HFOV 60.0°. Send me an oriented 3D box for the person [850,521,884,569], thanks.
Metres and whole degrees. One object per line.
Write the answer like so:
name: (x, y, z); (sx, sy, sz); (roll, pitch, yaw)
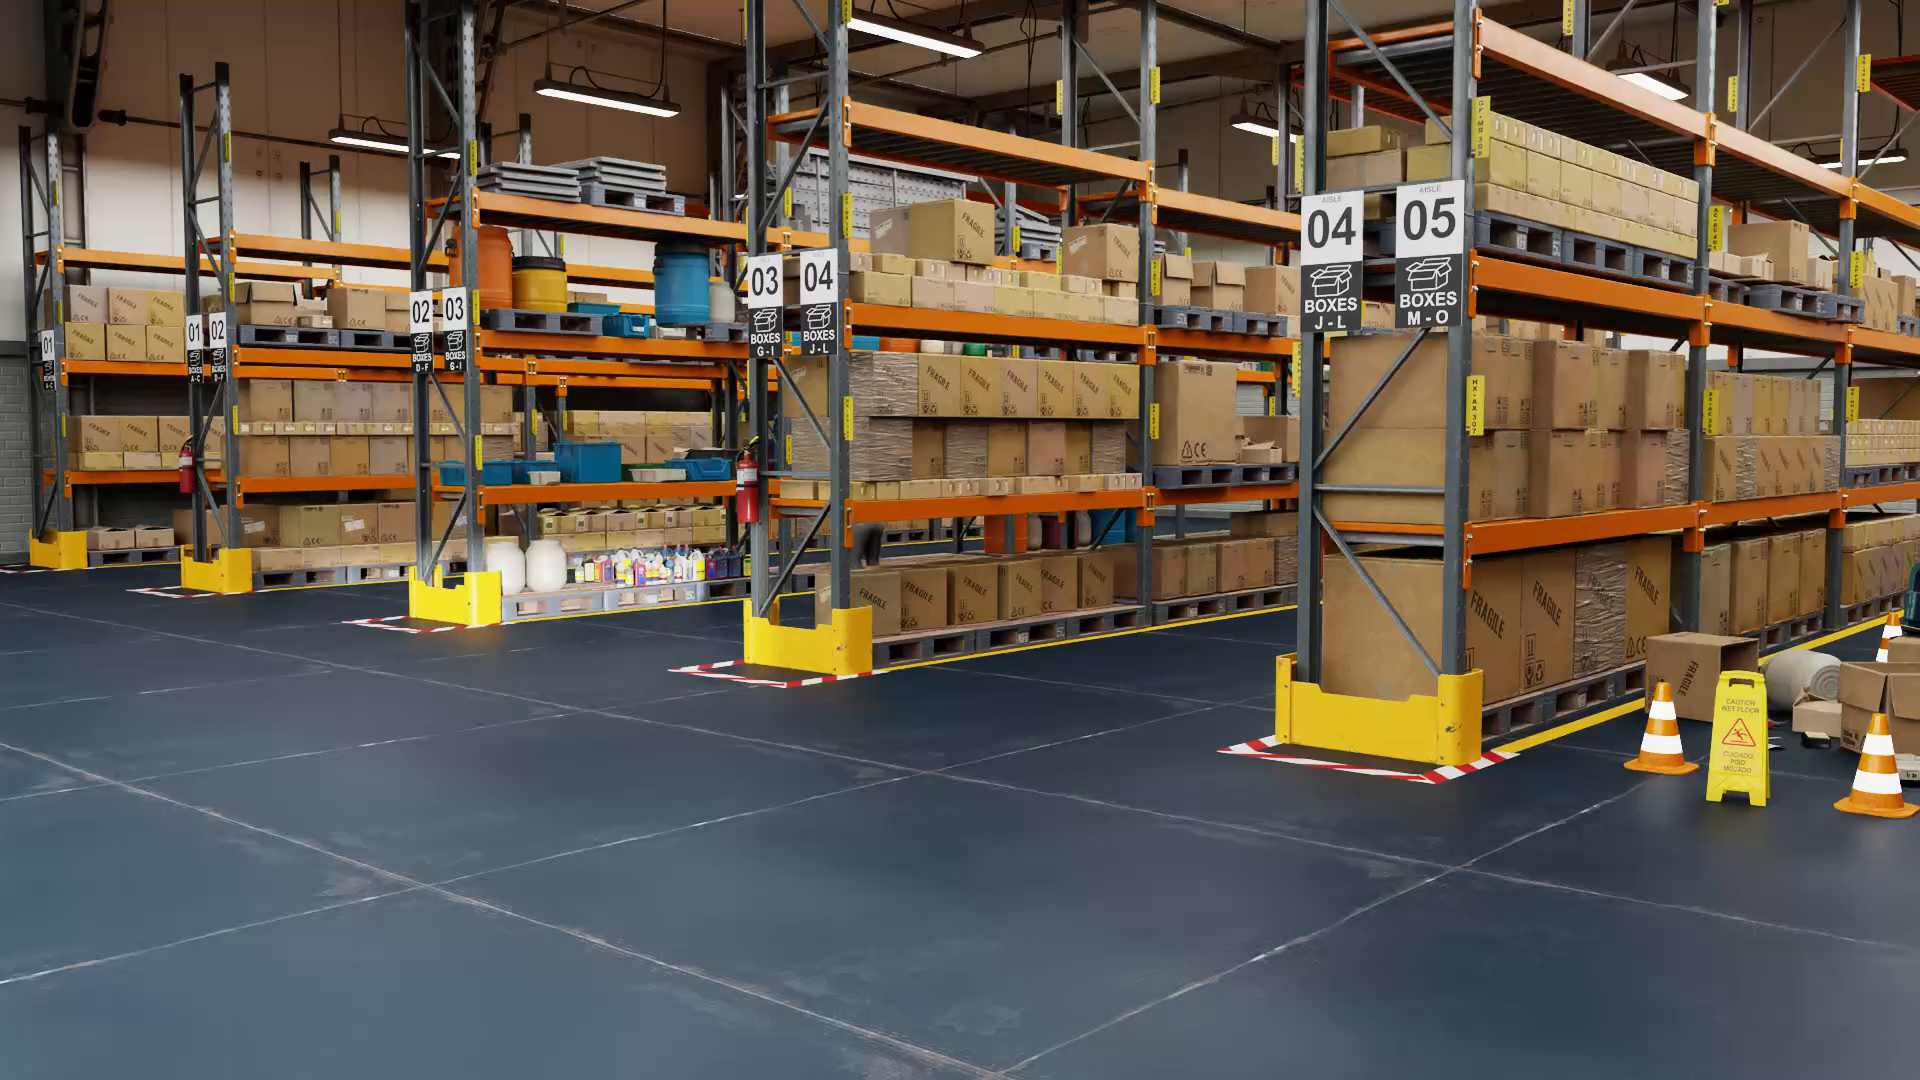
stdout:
person: (-1.024, -0.132, 17.542); (0.398, 1.662, 0.486); (3, 5, 40)
